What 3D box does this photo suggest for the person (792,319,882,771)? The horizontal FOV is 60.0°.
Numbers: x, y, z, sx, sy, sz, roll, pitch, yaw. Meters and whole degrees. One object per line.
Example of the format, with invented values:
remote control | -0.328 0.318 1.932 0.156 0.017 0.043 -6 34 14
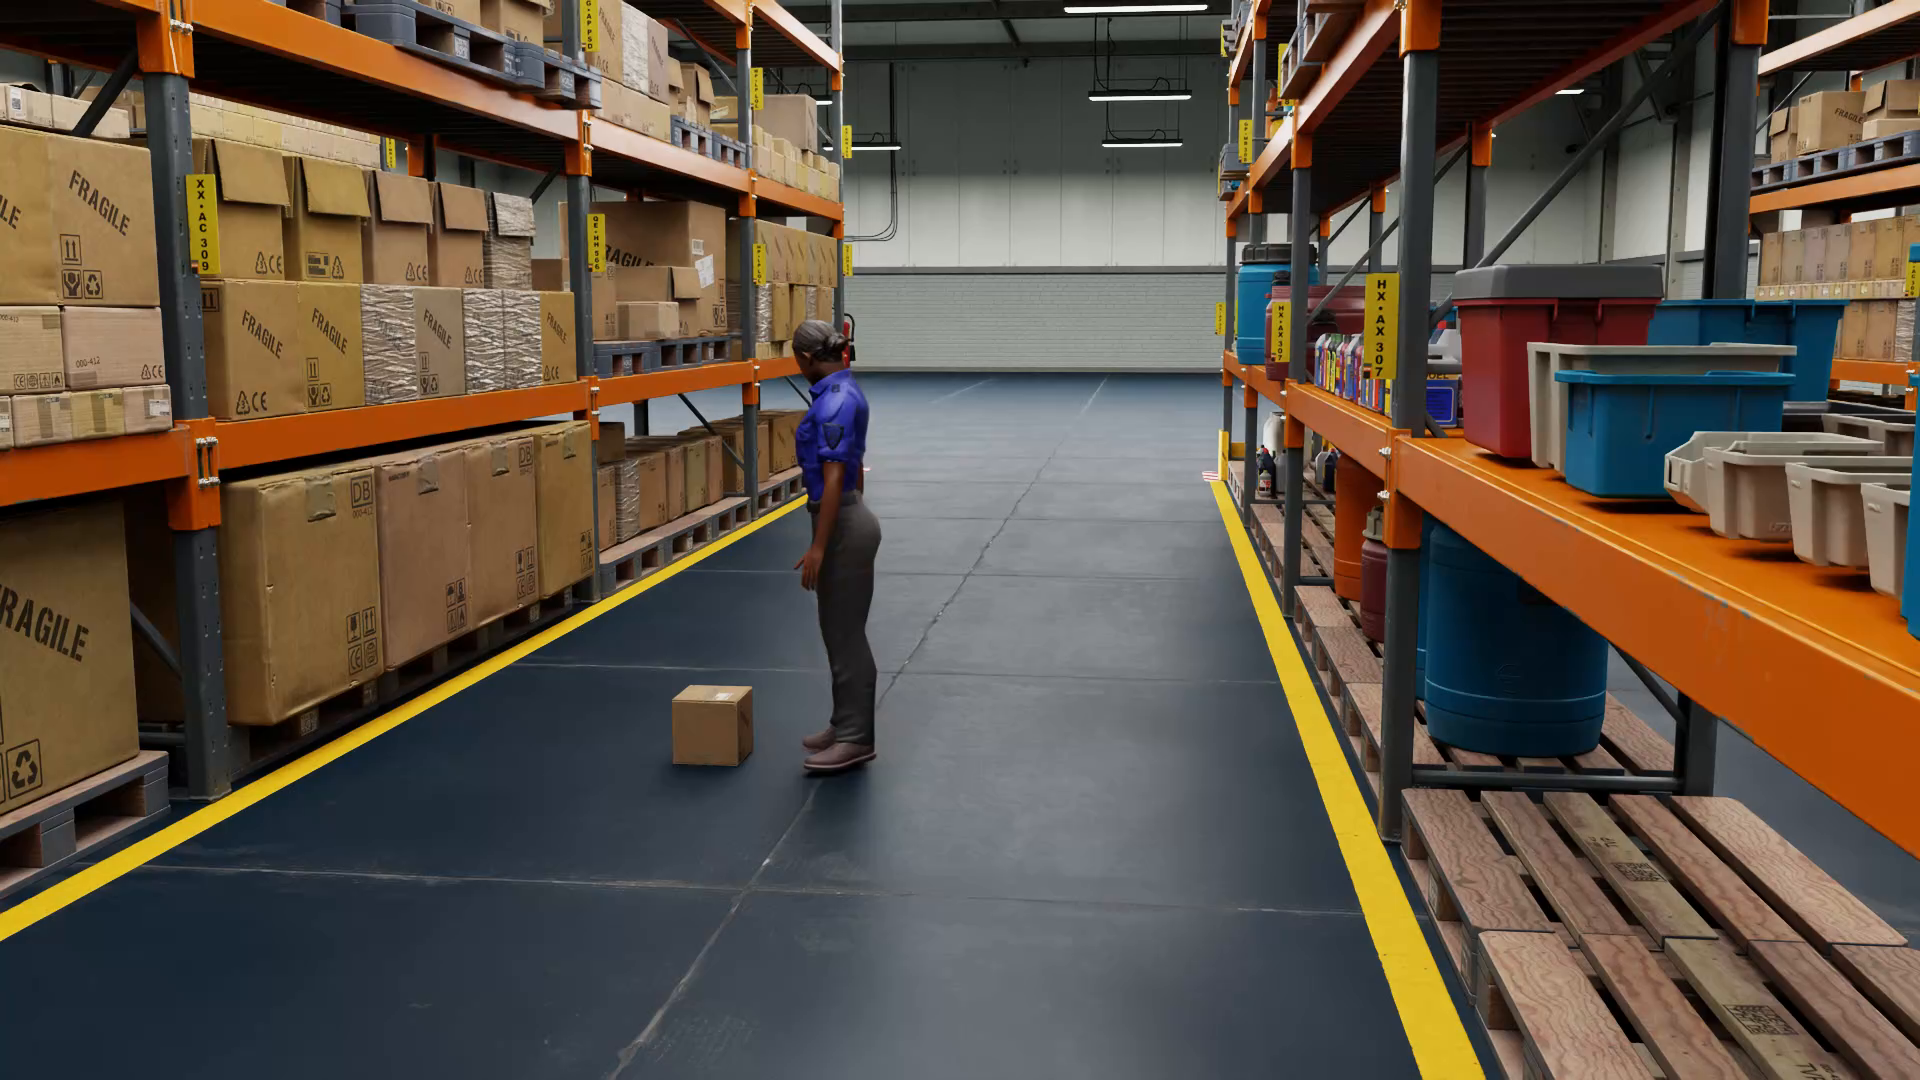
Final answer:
person | -0.452 0.023 6.166 0.324 1.669 0.548 -1 8 -4
